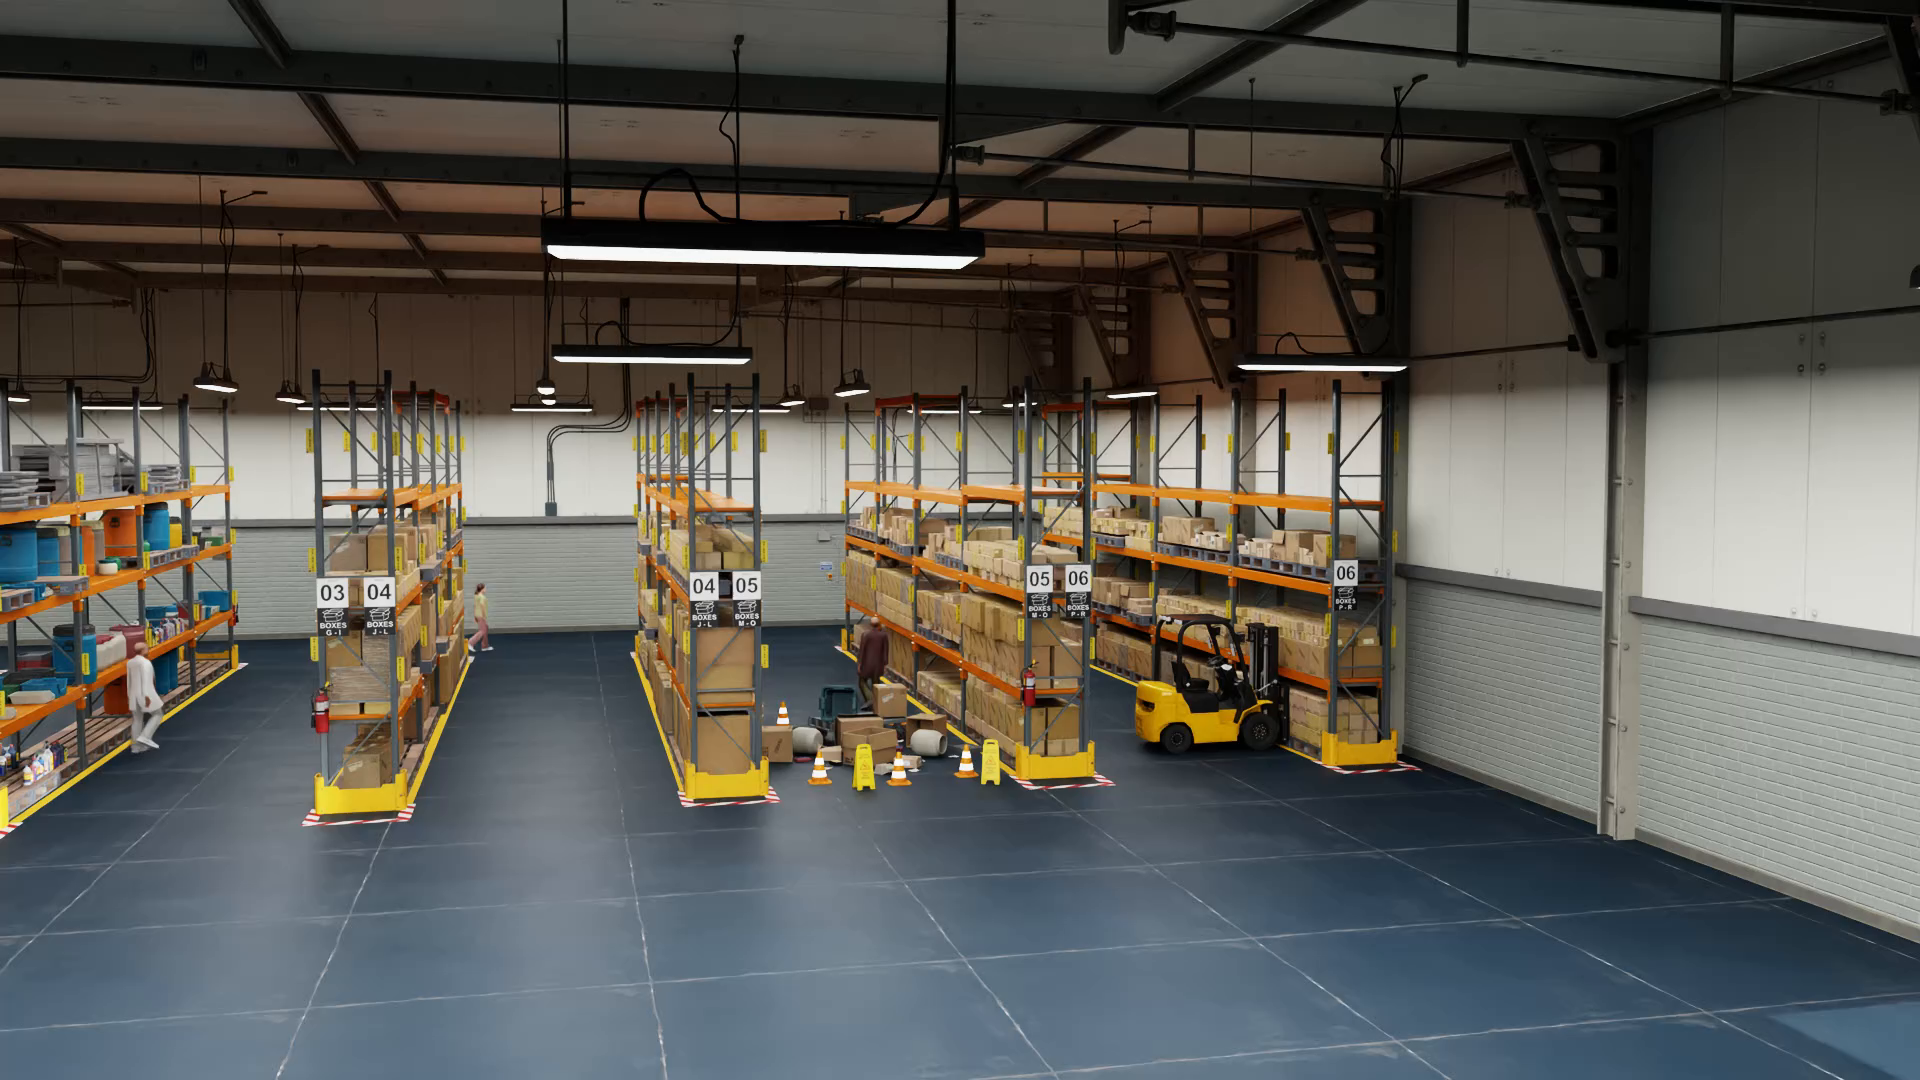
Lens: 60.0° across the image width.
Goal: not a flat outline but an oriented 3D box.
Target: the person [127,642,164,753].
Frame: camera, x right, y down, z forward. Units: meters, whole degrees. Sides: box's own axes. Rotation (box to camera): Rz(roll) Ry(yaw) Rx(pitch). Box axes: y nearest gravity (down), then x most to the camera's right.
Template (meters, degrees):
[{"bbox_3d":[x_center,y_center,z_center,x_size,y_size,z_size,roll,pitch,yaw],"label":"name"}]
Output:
[{"bbox_3d":[-13.295,2.545,27.002,0.597,1.766,0.524,1,3,9],"label":"person"}]

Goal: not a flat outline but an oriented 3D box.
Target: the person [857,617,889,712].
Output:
[{"bbox_3d":[-1.615,2.319,30.901,0.625,1.776,0.536,-1,3,-19],"label":"person"}]

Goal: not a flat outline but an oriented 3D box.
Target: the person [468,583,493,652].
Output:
[{"bbox_3d":[-11.531,1.869,39.837,0.836,1.646,0.494,-3,5,-44],"label":"person"}]
